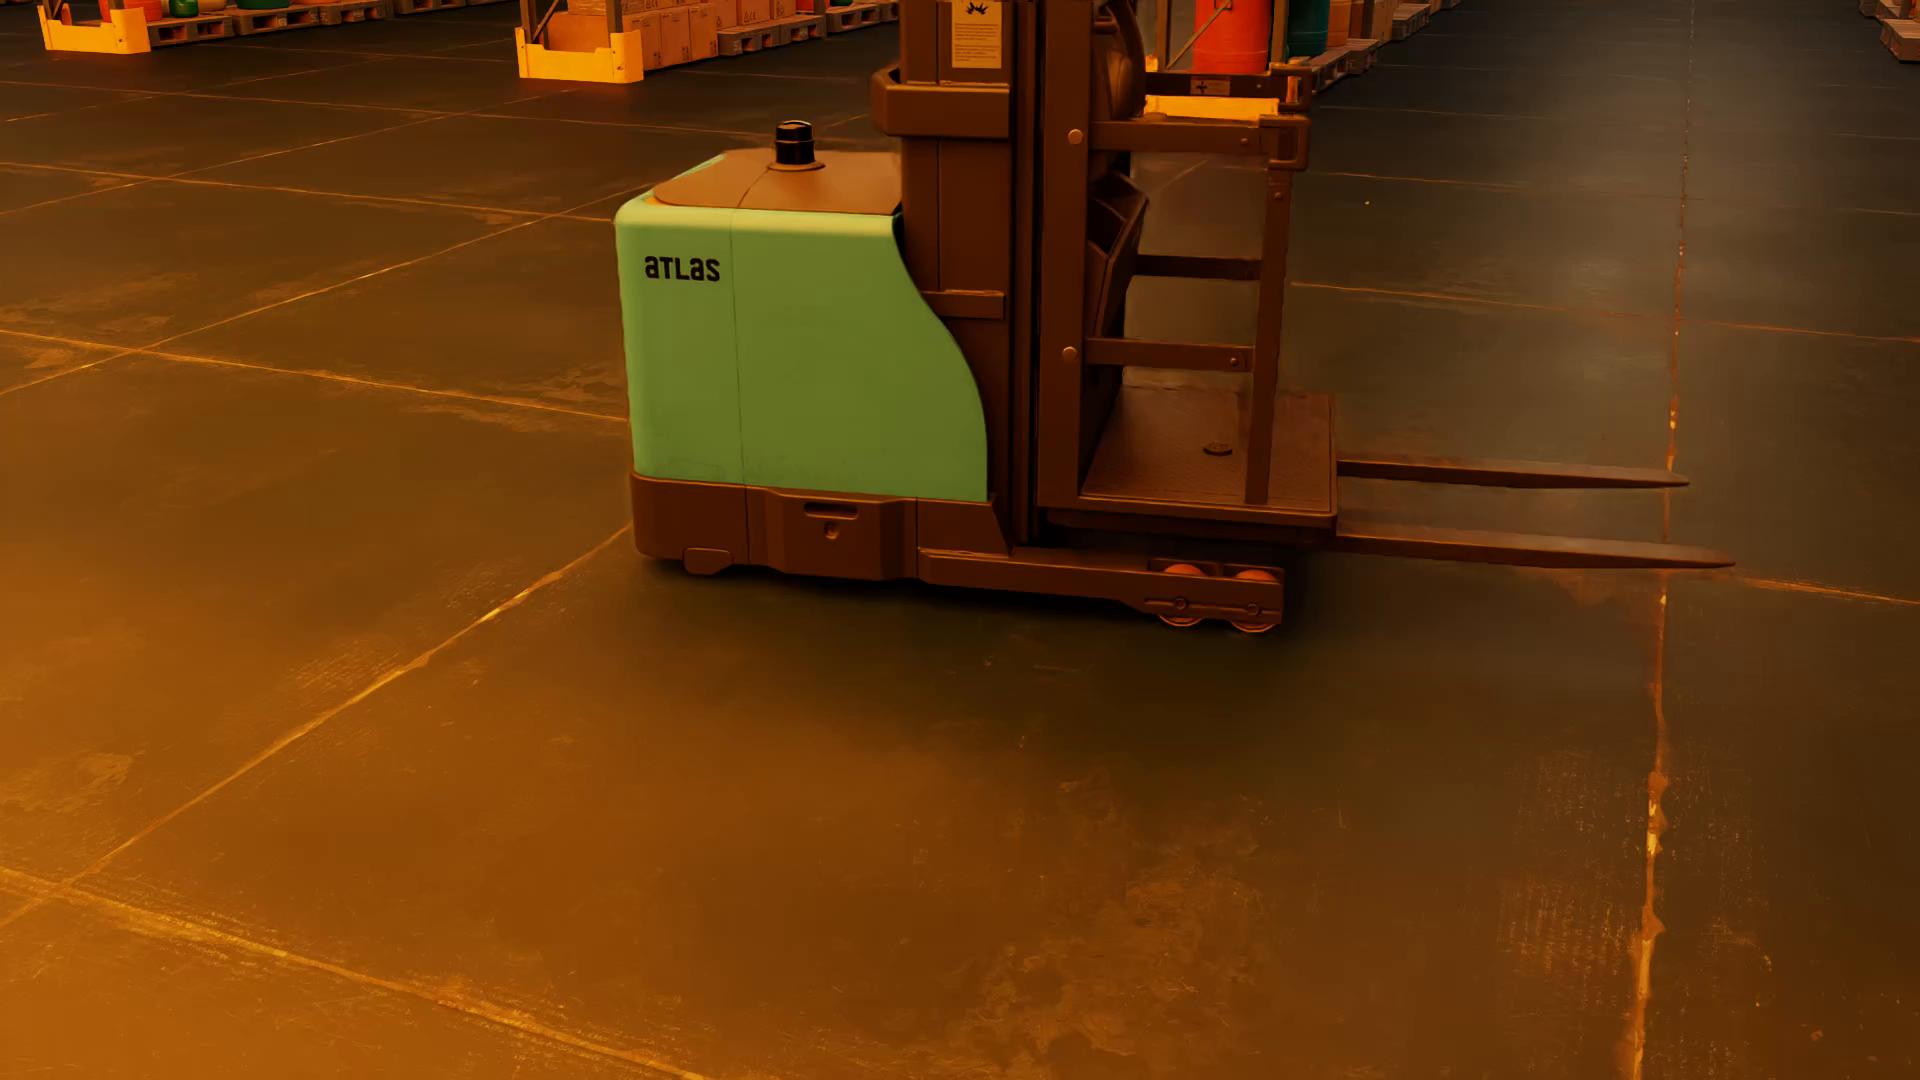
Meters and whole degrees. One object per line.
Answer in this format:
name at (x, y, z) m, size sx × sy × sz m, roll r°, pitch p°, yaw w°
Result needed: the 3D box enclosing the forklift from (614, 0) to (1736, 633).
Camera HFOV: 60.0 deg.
forklift at (0.618, -1.325, 4.462) m, size 3.031 × 2.935 × 1.130 m, roll 4°, pitch 23°, yaw 10°
